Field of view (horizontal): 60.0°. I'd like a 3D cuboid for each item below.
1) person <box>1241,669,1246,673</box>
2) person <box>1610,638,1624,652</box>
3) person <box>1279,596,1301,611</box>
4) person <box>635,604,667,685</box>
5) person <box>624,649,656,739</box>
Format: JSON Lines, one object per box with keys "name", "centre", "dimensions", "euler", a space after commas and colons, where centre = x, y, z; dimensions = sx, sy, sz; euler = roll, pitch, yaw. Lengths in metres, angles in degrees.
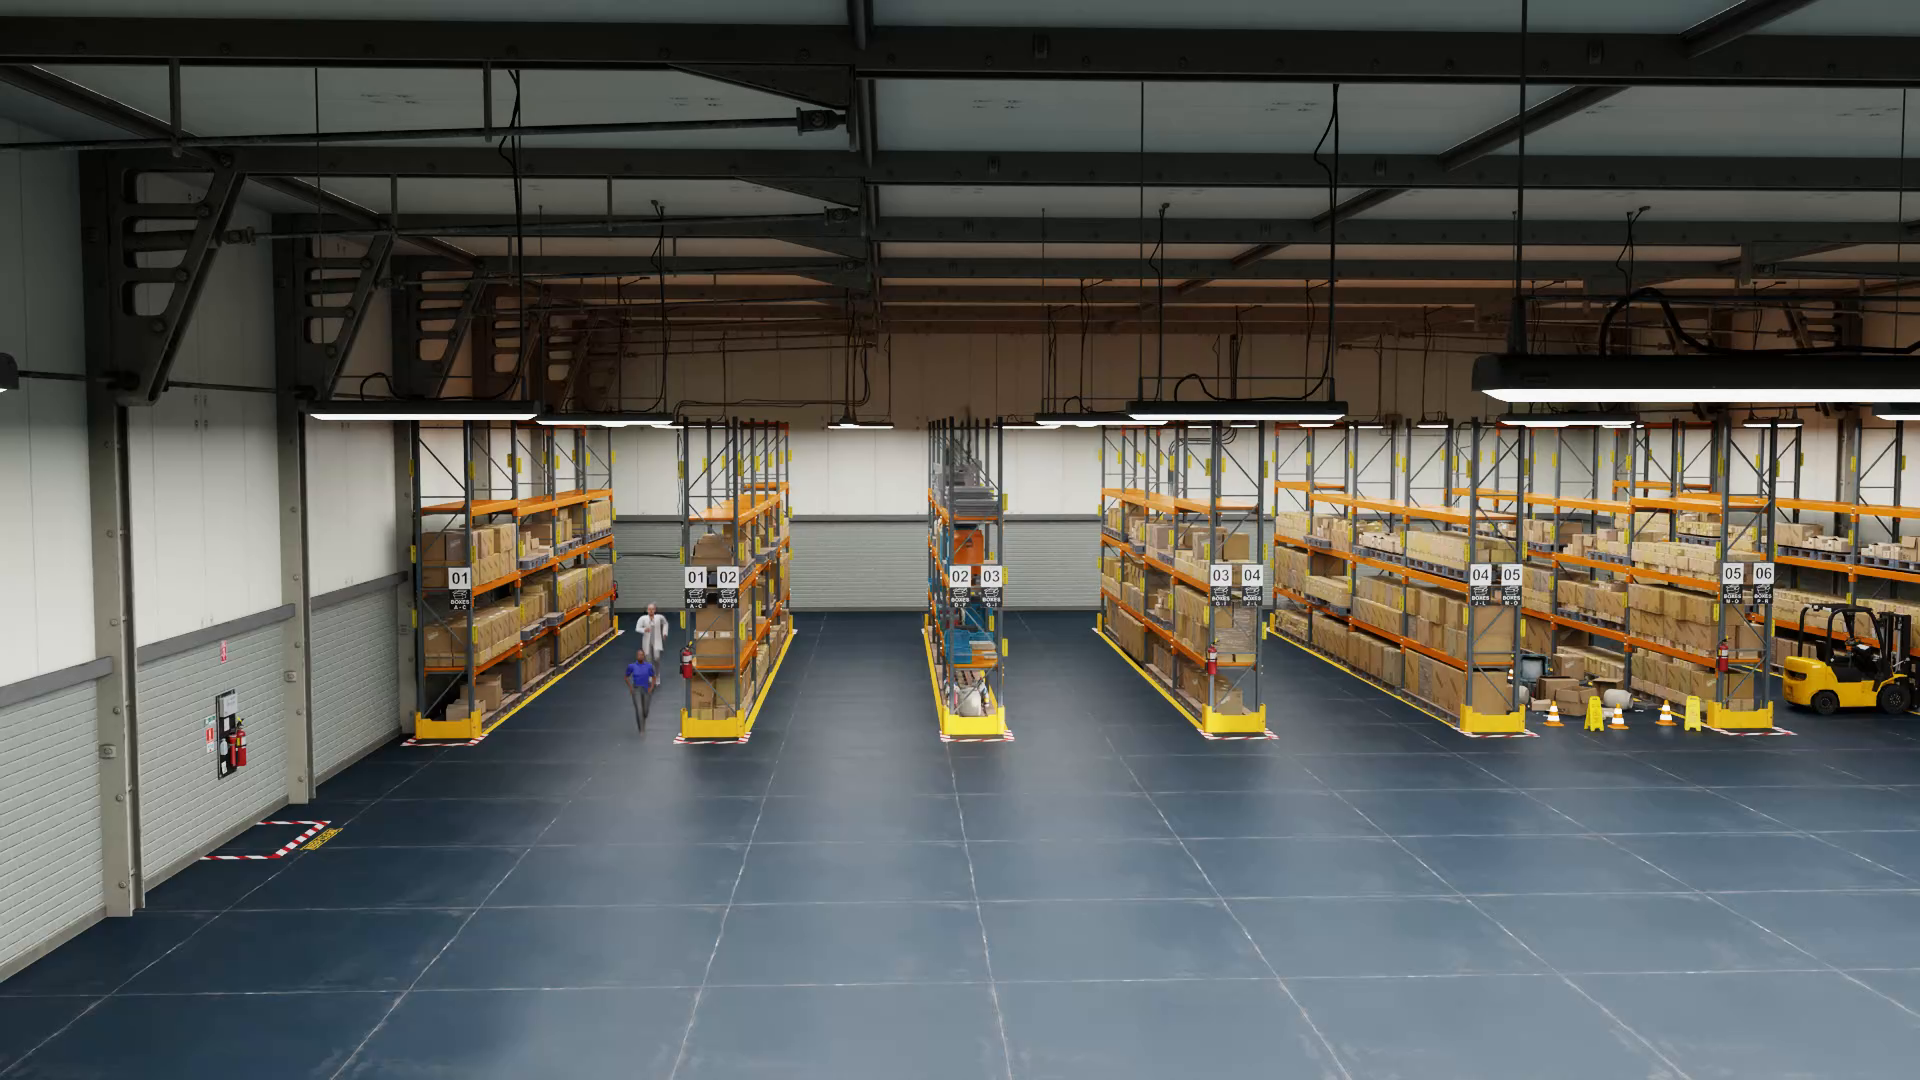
{"name": "person", "centre": [6.633, 2.233, 39.835], "dimensions": [0.640, 1.796, 0.890], "euler": [0, 4, -3]}
{"name": "person", "centre": [16.328, 2.179, 40.878], "dimensions": [0.626, 1.838, 0.880], "euler": [0, 4, 2]}
{"name": "person", "centre": [9.787, 1.690, 49.086], "dimensions": [0.857, 1.770, 0.797], "euler": [1, 4, 19]}
{"name": "person", "centre": [-6.995, 2.380, 37.722], "dimensions": [0.708, 1.856, 0.840], "euler": [-1, 4, -9]}
{"name": "person", "centre": [-6.021, 2.875, 31.332], "dimensions": [0.592, 1.648, 0.733], "euler": [-1, 4, -19]}
